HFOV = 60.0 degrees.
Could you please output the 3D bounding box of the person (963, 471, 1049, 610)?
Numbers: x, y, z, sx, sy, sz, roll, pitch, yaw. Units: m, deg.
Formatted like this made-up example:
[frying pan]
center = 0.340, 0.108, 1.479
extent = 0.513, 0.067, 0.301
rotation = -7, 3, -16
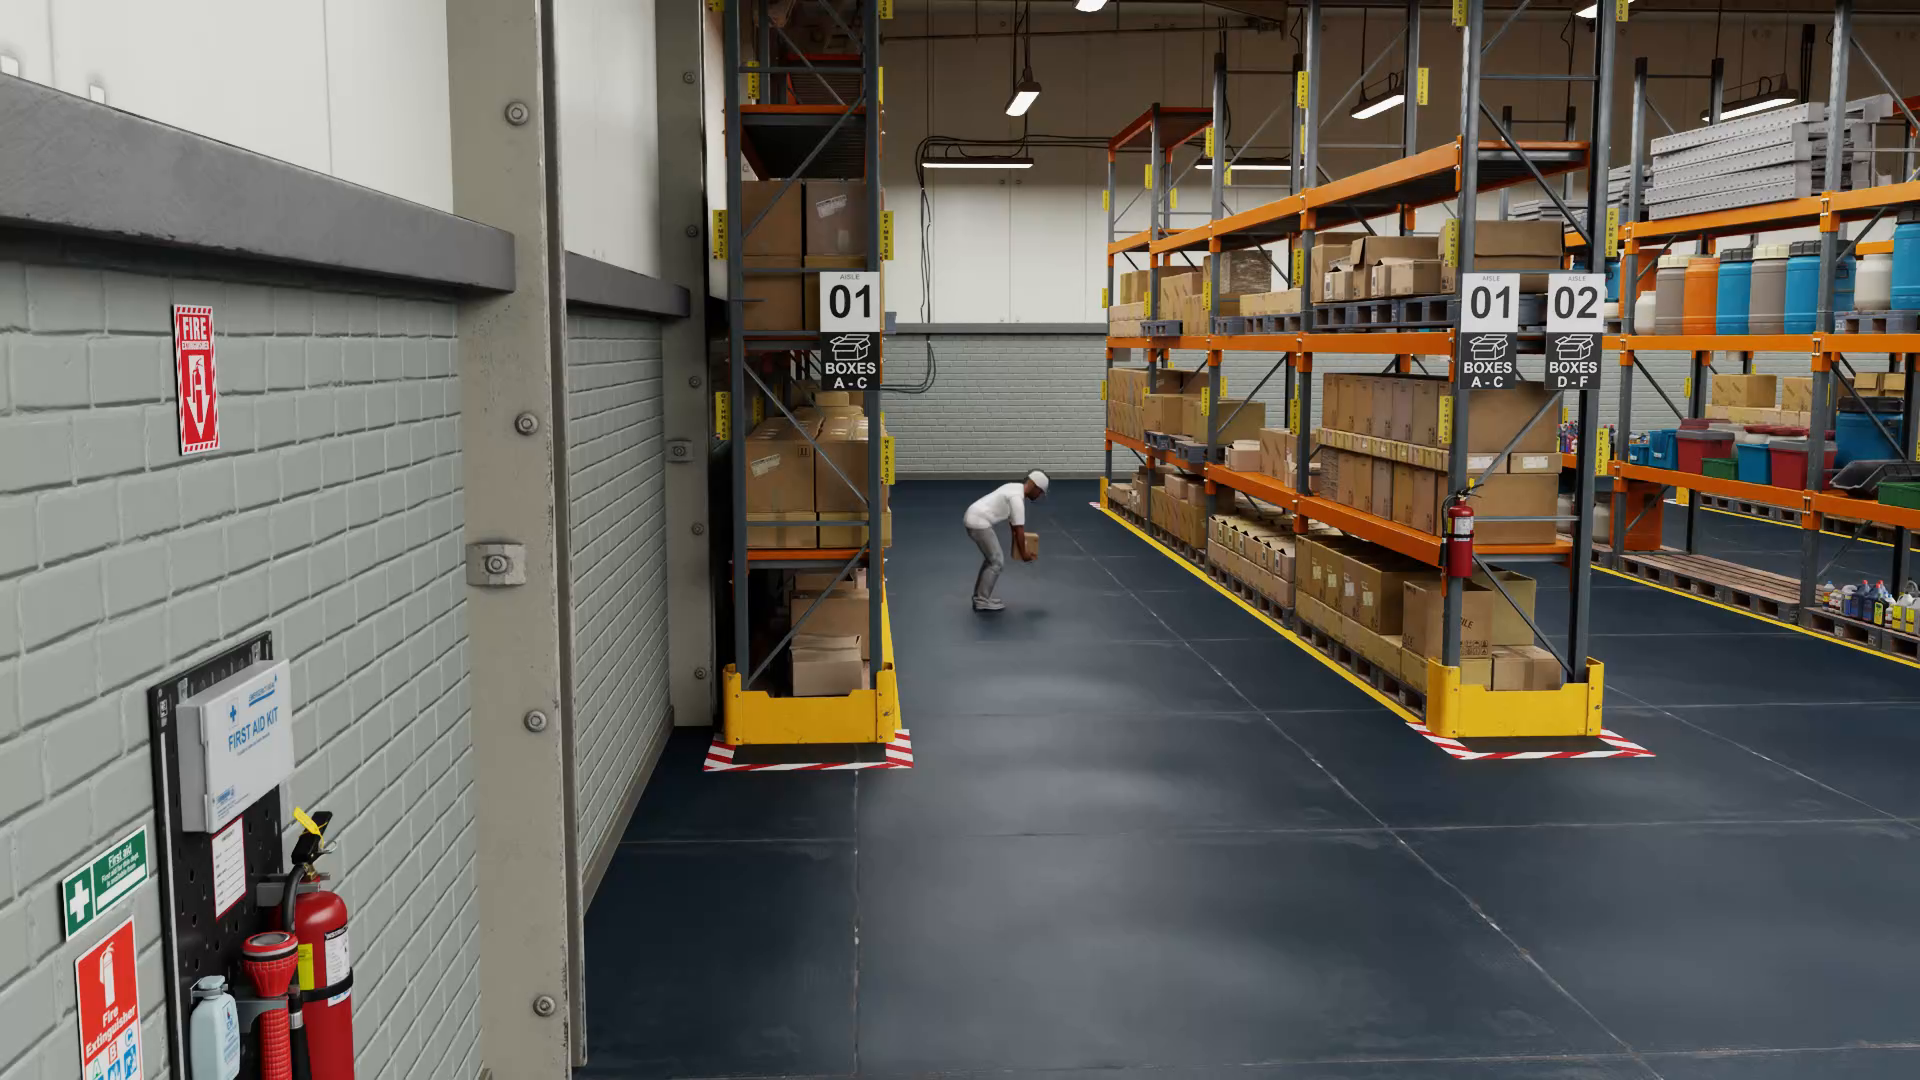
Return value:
[person]
center = 0.475, -0.003, 17.155
extent = 0.881, 1.410, 0.489
rotation = -1, 7, -5
